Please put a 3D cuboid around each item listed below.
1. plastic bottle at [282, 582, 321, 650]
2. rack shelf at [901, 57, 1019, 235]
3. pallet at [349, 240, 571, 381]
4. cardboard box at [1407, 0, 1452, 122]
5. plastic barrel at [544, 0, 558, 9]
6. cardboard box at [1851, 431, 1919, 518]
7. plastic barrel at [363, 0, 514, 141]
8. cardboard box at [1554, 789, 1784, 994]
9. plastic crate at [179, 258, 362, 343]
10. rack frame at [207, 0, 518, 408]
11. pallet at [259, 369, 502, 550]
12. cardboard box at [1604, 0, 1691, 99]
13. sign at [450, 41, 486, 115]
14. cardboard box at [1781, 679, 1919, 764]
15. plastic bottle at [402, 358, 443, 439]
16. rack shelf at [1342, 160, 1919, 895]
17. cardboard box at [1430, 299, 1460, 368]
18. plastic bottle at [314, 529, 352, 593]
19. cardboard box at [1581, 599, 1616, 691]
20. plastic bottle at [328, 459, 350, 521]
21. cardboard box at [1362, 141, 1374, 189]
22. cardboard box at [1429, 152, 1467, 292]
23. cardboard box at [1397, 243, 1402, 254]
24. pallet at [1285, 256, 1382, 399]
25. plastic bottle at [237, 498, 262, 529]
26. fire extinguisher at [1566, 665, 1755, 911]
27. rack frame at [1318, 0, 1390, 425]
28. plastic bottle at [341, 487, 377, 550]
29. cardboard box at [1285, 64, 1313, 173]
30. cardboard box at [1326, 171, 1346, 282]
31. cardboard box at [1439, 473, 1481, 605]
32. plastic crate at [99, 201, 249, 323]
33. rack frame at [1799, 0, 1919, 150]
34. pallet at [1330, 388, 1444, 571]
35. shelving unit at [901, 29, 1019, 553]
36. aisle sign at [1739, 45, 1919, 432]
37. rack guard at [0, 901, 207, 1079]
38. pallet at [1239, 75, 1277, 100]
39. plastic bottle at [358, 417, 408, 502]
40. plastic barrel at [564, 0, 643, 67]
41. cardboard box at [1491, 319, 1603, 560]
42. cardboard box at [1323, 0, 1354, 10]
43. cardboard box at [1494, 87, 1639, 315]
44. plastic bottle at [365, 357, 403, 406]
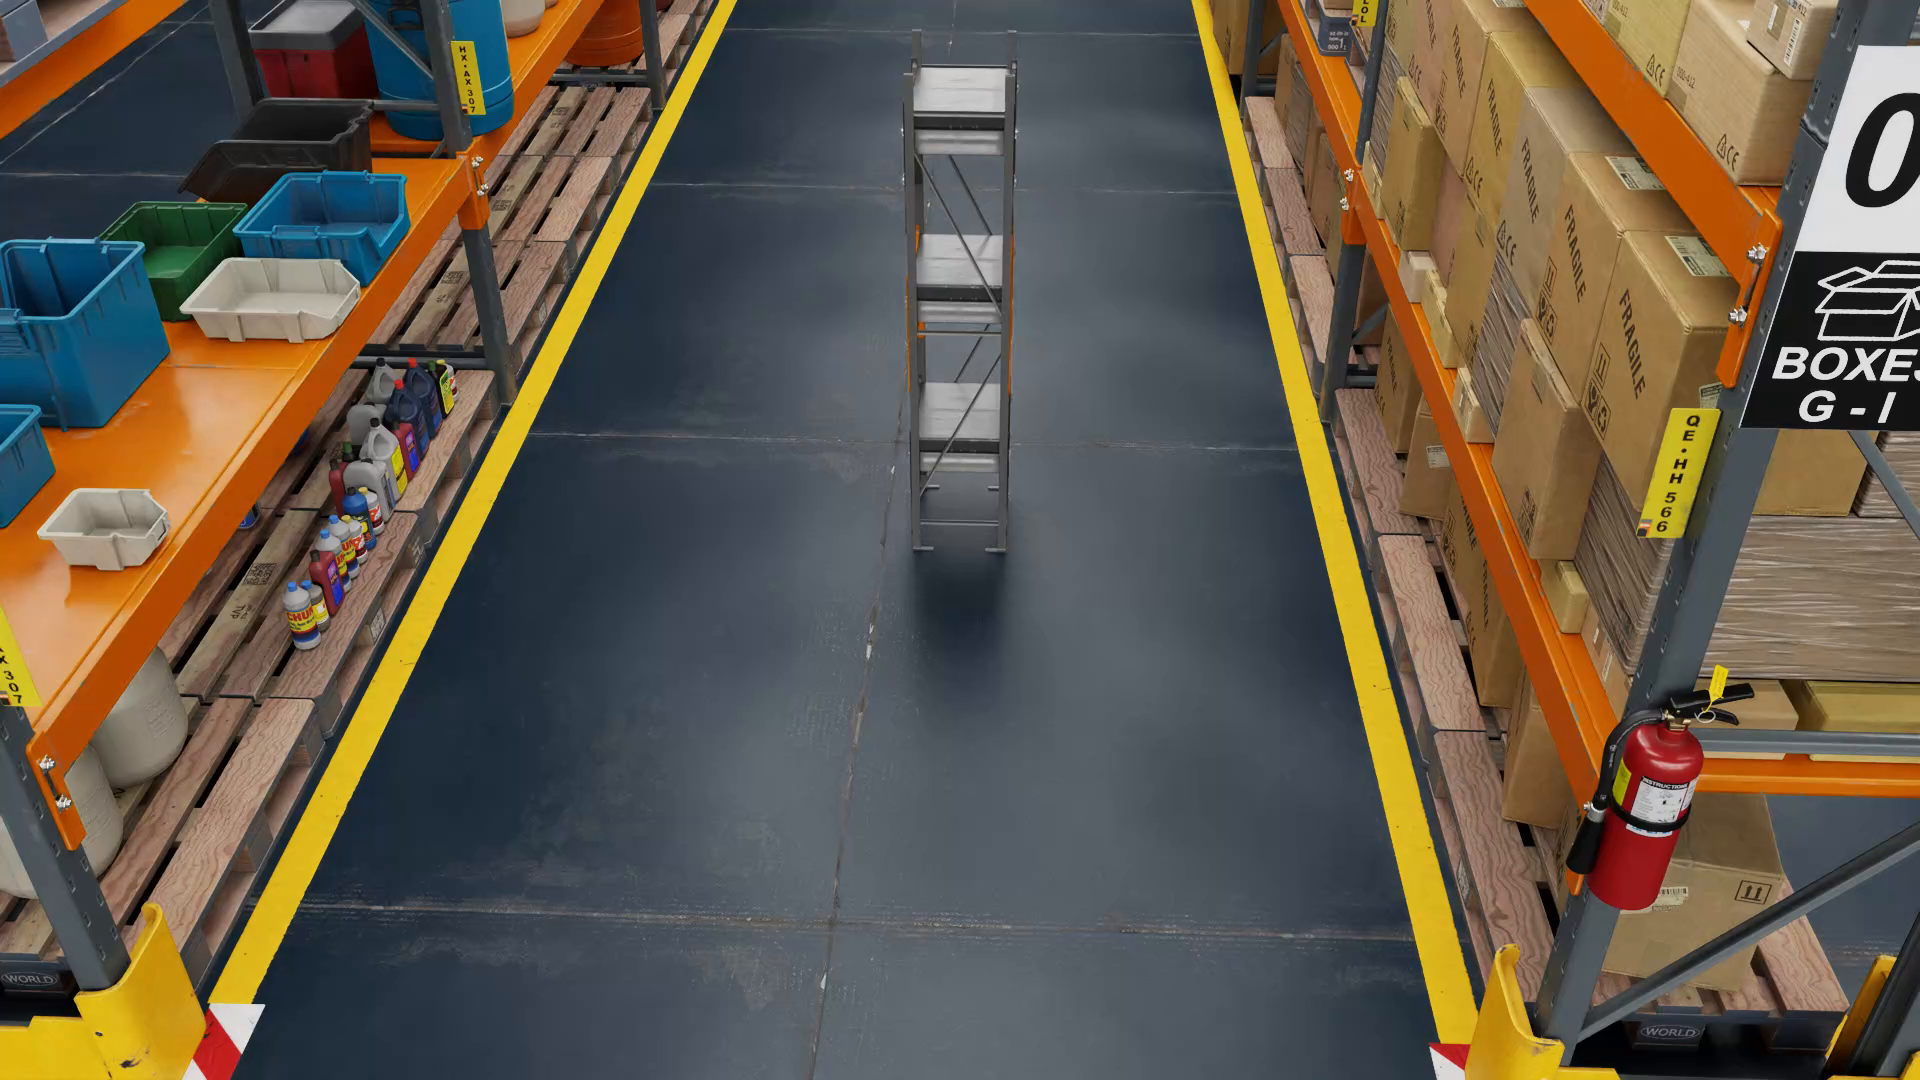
[{"bbox_3d":[-2.477,0.275,6.240,0.097,0.271,0.097,0,35,0],"label":"plastic bottle"},{"bbox_3d":[0.007,-1.516,6.387,0.431,0.518,0.480,1,35,2],"label":"rack shelf"},{"bbox_3d":[-2.707,-1.236,8.825,1.003,0.211,1.213,1,35,2],"label":"pallet"},{"bbox_3d":[1.958,-1.842,6.047,0.500,0.500,0.500,1,35,2],"label":"cardboard box"},{"bbox_3d":[-2.396,-3.195,9.069,0.433,0.535,0.433,0,35,0],"label":"plastic barrel"},{"bbox_3d":[2.382,-0.393,3.986,0.500,0.500,0.500,1,35,2],"label":"cardboard box"},{"bbox_3d":[-2.382,-2.345,7.542,0.600,0.901,0.708,1,35,2],"label":"plastic barrel"},{"bbox_3d":[2.130,0.980,5.055,0.500,0.500,0.500,8,36,11],"label":"cardboard box"},{"bbox_3d":[-2.512,-0.878,6.120,0.530,0.136,0.437,1,35,2],"label":"plastic crate"},{"bbox_3d":[-2.700,-1.925,7.380,1.000,3.000,0.127,1,35,2],"label":"rack frame"},{"bbox_3d":[-2.769,-0.399,7.634,1.003,0.211,1.213,1,35,2],"label":"pallet"},{"bbox_3d":[1.871,-1.248,3.938,0.500,0.250,0.500,2,35,2],"label":"cardboard box"},{"bbox_3d":[-2.151,-2.019,7.273,0.100,0.325,0.005,1,35,2],"label":"sign"},{"bbox_3d":[2.338,0.432,4.244,0.380,0.149,0.250,1,35,2],"label":"cardboard box"},{"bbox_3d":[-2.438,-0.644,7.479,0.144,0.351,0.185,0,35,1],"label":"plastic bottle"},{"bbox_3d":[2.168,-0.367,5.789,1.077,0.370,4.000,1,35,2],"label":"rack shelf"},{"bbox_3d":[1.893,-0.729,5.897,0.380,0.149,0.250,1,35,2],"label":"cardboard box"},{"bbox_3d":[-2.463,0.078,6.520,0.097,0.271,0.097,0,35,0],"label":"plastic bottle"},{"bbox_3d":[1.904,0.279,4.463,0.380,0.149,0.250,1,35,2],"label":"cardboard box"},{"bbox_3d":[-2.576,-0.230,6.948,0.061,0.283,0.133,1,35,2],"label":"plastic bottle"},{"bbox_3d":[1.940,-1.591,7.123,0.380,0.149,0.250,1,35,2],"label":"cardboard box"},{"bbox_3d":[2.194,-1.140,5.917,0.875,0.500,0.500,1,35,2],"label":"cardboard box"},{"bbox_3d":[1.934,-1.159,6.509,0.380,0.149,0.250,1,35,2],"label":"cardboard box"},{"bbox_3d":[2.279,-1.117,8.655,1.003,0.211,1.213,1,35,2],"label":"pallet"},{"bbox_3d":[-3.023,-0.194,6.904,0.152,0.276,0.135,1,35,2],"label":"plastic bottle"},{"bbox_3d":[1.623,0.575,3.891,0.296,0.674,0.183,1,35,2],"label":"fire extinguisher"},{"bbox_3d":[2.249,-1.810,7.217,1.000,3.000,0.127,1,35,2],"label":"rack frame"},{"bbox_3d":[-2.451,-0.096,6.767,0.097,0.271,0.097,0,35,0],"label":"plastic bottle"},{"bbox_3d":[2.393,-2.561,10.077,0.700,0.500,0.500,-1,35,-2],"label":"cardboard box"},{"bbox_3d":[2.333,-1.593,8.700,0.700,0.500,0.500,1,35,2],"label":"cardboard box"},{"bbox_3d":[2.231,-0.043,6.511,0.500,0.500,0.500,-2,35,-2],"label":"cardboard box"},{"bbox_3d":[-3.037,-1.065,6.340,0.450,0.188,0.662,1,35,2],"label":"plastic crate"},{"bbox_3d":[2.088,-1.967,2.222,1.000,3.000,0.127,1,35,2],"label":"rack frame"},{"bbox_3d":[2.257,-0.283,7.469,1.003,0.211,1.213,1,35,2],"label":"pallet"},{"bbox_3d":[0.007,-0.954,6.782,0.431,2.100,0.503,1,35,2],"label":"shelving unit"},{"bbox_3d":[1.786,-0.547,3.159,0.394,0.787,0.004,1,35,2],"label":"aisle sign"},{"bbox_3d":[-2.905,1.351,4.892,1.175,0.500,0.348,1,35,2],"label":"rack guard"},{"bbox_3d":[2.516,-3.419,11.931,1.003,0.211,1.213,1,35,2],"label":"pallet"},{"bbox_3d":[-2.459,-0.348,7.058,0.144,0.351,0.185,1,35,2],"label":"plastic bottle"},{"bbox_3d":[-2.537,-3.788,11.554,0.600,0.830,0.708,1,35,2],"label":"plastic barrel"},{"bbox_3d":[2.038,-0.280,4.694,0.875,0.500,0.500,1,35,2],"label":"cardboard box"},{"bbox_3d":[2.226,-3.022,8.487,0.797,0.503,0.637,5,35,7],"label":"cardboard box"},{"bbox_3d":[1.900,-0.980,4.821,0.500,0.500,0.500,1,35,2],"label":"cardboard box"},{"bbox_3d":[-2.582,-0.647,7.484,0.144,0.351,0.185,1,35,2],"label":"plastic bottle"}]
